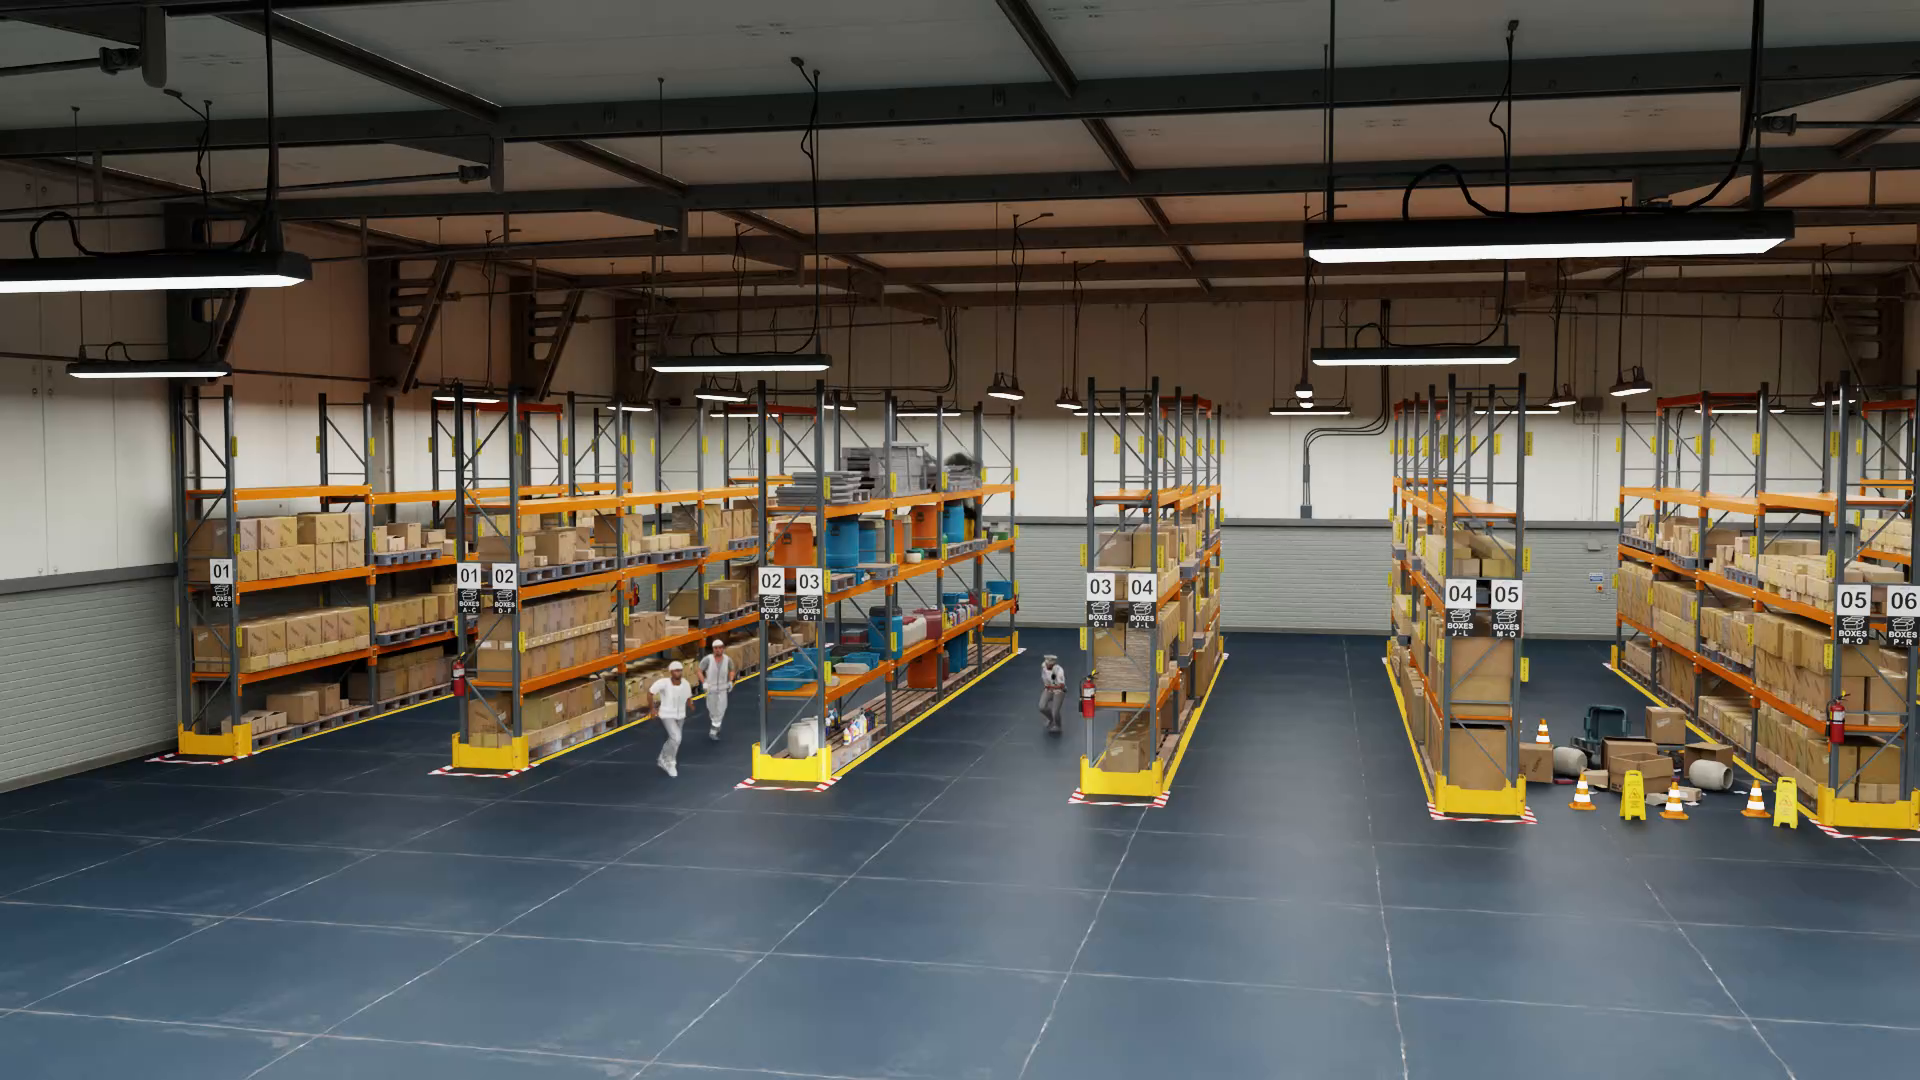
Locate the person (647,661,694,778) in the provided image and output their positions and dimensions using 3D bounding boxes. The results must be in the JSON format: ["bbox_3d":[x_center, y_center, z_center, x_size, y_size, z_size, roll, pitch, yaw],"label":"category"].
[{"bbox_3d":[-4.388,2.722,25.369,0.836,1.774,0.639,3,4,45],"label":"person"}]

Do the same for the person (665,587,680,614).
[{"bbox_3d":[-6.785,1.935,40.144,0.656,1.650,0.787,0,3,0],"label":"person"}]

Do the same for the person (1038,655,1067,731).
[{"bbox_3d":[1.604,2.669,28.914,0.599,1.407,0.971,2,4,27],"label":"person"}]

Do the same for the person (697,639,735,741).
[{"bbox_3d":[-4.180,2.549,28.500,0.651,1.734,0.627,-1,3,-15],"label":"person"}]
